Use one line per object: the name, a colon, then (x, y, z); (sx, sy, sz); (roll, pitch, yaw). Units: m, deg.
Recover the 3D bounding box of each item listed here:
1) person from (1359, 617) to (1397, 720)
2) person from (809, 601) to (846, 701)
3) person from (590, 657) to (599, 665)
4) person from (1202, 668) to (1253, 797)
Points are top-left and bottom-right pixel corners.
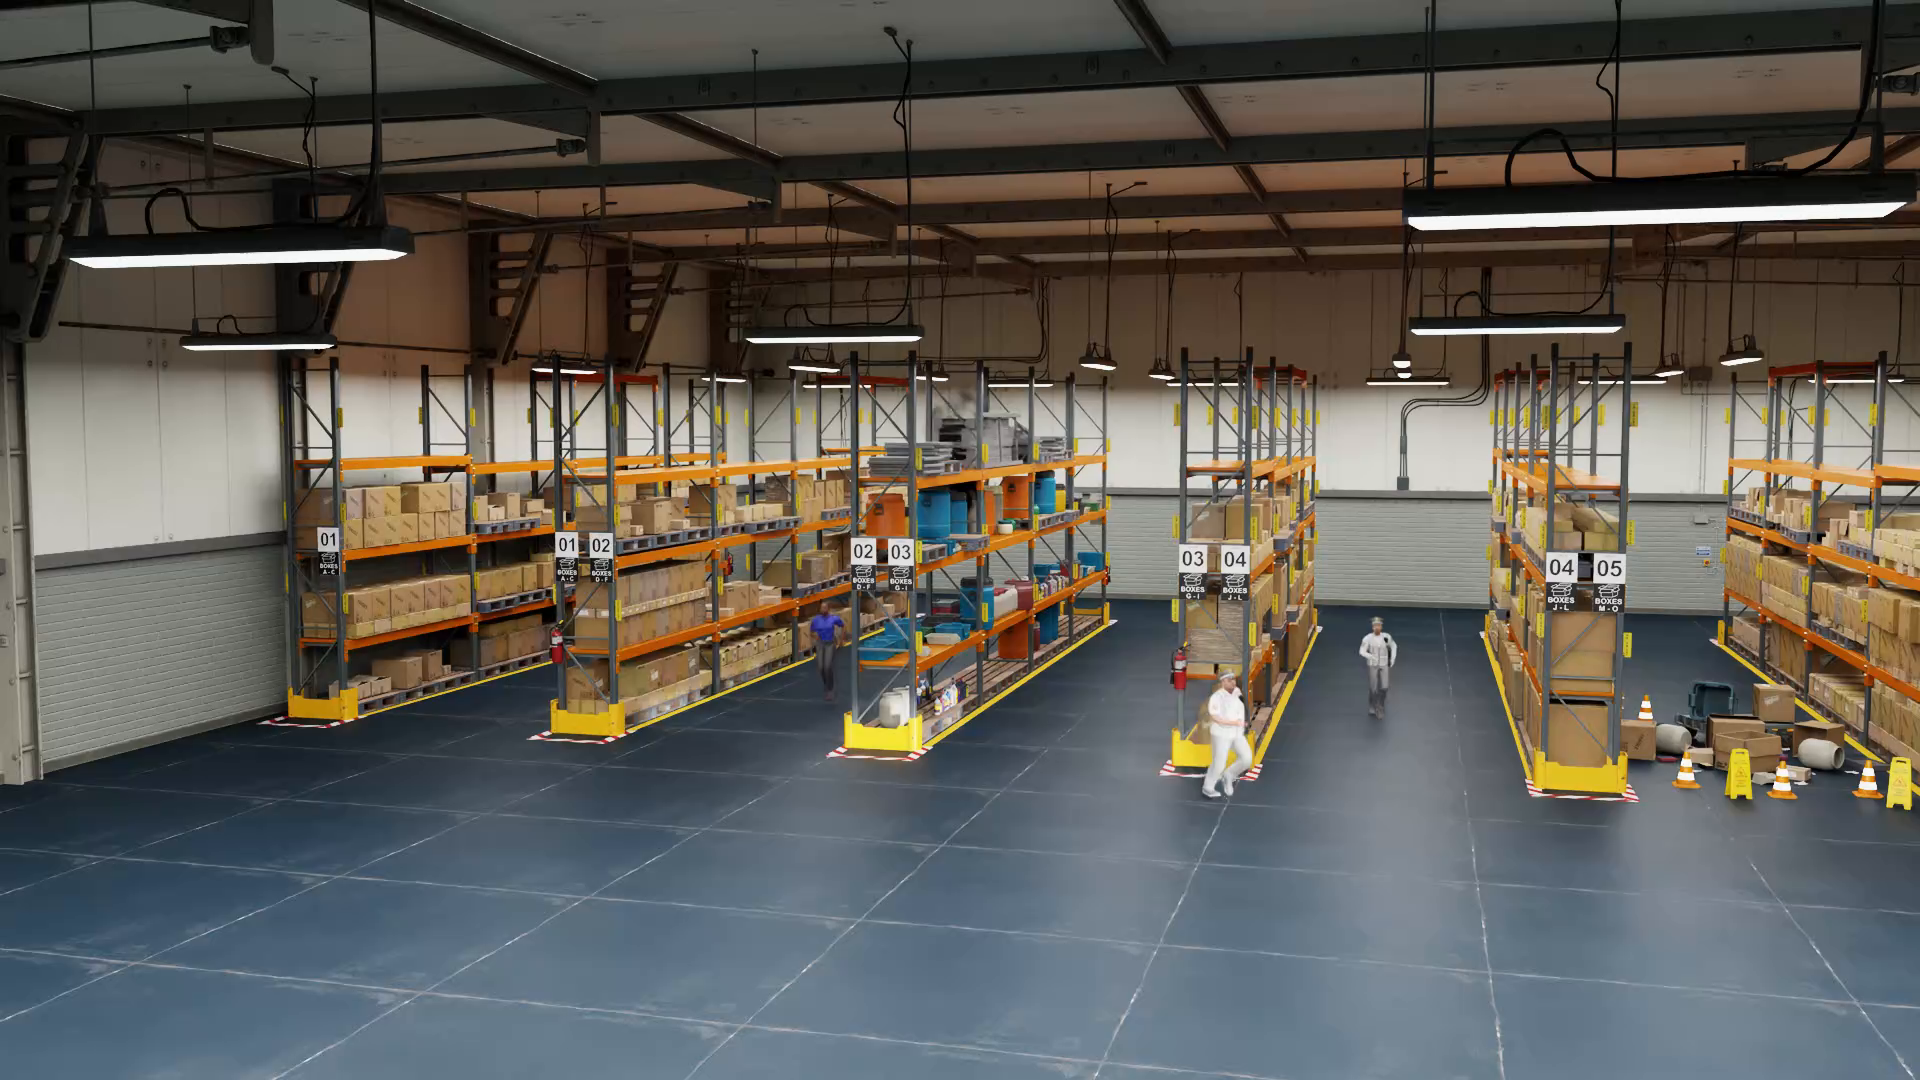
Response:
person: (6.981, 2.135, 27.766); (0.616, 1.716, 0.683); (1, 4, 11)
person: (-2.293, 1.899, 28.579); (0.584, 1.711, 0.718); (1, 4, 11)
person: (-6.632, 1.944, 30.769); (0.571, 1.618, 0.584); (1, 4, 8)
person: (3.523, 2.521, 21.709); (0.675, 1.732, 0.802); (-3, 5, -31)
